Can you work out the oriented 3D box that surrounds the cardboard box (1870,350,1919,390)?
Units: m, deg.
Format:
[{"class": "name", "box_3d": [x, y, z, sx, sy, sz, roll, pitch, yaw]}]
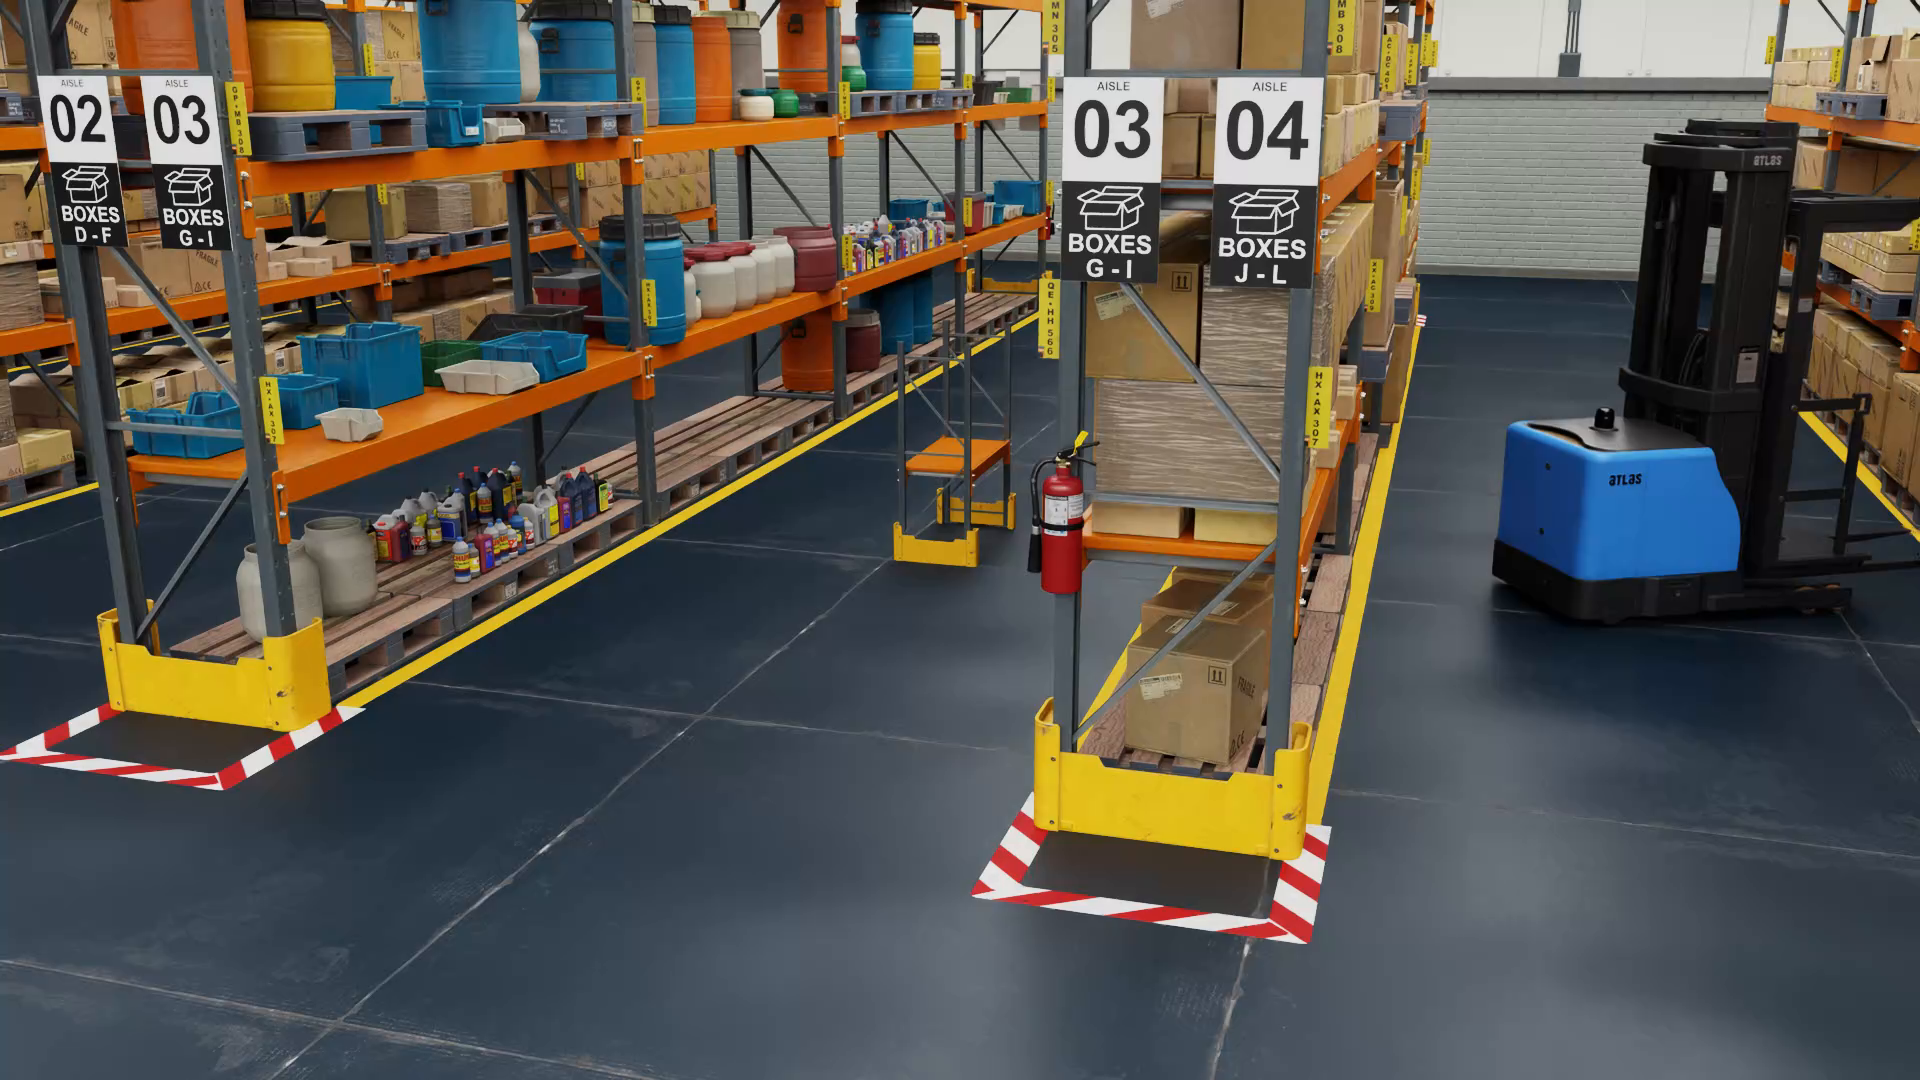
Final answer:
[{"class": "cardboard box", "box_3d": [7.843, -1.393, 13.680, 0.500, 0.250, 0.500, 4, 16, 15]}]

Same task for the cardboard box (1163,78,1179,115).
[{"class": "cardboard box", "box_3d": [0.679, -1.811, 6.765, 0.380, 0.149, 0.250, 5, 16, 16]}]

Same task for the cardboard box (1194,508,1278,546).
[{"class": "cardboard box", "box_3d": [1.209, -0.087, 7.099, 0.380, 0.149, 0.250, 5, 16, 16]}]

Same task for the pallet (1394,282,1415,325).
[{"class": "pallet", "box_3d": [3.073, -1.958, 13.585, 1.213, 0.211, 1.003, 5, 16, 16]}]

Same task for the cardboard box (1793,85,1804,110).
[{"class": "cardboard box", "box_3d": [9.356, -4.792, 18.006, 0.500, 0.250, 0.500, 5, 16, 16]}]

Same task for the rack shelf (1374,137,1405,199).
[{"class": "rack shelf", "box_3d": [2.605, -2.818, 12.090, 1.077, 0.370, 4.000, 5, 16, 16]}]

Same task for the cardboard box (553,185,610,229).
[{"class": "cardboard box", "box_3d": [-4.781, -4.221, 21.029, 0.500, 0.500, 0.500, 5, 17, 17]}]

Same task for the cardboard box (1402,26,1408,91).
[{"class": "cardboard box", "box_3d": [3.277, -3.832, 13.246, 0.500, 0.500, 0.500, 5, 17, 17]}]

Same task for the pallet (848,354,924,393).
[{"class": "pallet", "box_3d": [-1.043, -1.815, 17.841, 1.003, 0.211, 1.213, 5, 16, 16]}]

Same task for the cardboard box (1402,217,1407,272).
[{"class": "cardboard box", "box_3d": [4.150, -2.929, 16.477, 0.500, 0.500, 0.500, 4, 16, 15]}]

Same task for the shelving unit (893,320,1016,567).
[{"class": "shelving unit", "box_3d": [-0.022, -0.702, 11.554, 0.587, 1.500, 1.083, 5, 16, 16]}]

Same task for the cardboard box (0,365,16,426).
[{"class": "cardboard box", "box_3d": [-7.892, -1.110, 13.141, 0.500, 0.500, 0.500, 5, 16, 16]}]

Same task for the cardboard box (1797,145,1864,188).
[{"class": "cardboard box", "box_3d": [9.053, -3.832, 17.281, 0.500, 0.500, 0.500, 4, 16, 14]}]

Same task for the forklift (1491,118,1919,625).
[{"class": "forklift", "box_3d": [5.021, -1.092, 10.309, 3.031, 2.935, 1.130, -4, 16, -12]}]

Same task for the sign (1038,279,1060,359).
[{"class": "sign", "box_3d": [0.373, -0.909, 6.836, 0.100, 0.325, 0.005, 5, 16, 16]}]

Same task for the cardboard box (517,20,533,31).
[{"class": "cardboard box", "box_3d": [-5.085, -6.163, 20.547, 0.700, 0.500, 0.500, 5, 16, 16]}]

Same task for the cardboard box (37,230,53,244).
[{"class": "cardboard box", "box_3d": [-10.522, -3.482, 19.032, 0.380, 0.149, 0.250, 5, 17, 18]}]

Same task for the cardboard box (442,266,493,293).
[{"class": "cardboard box", "box_3d": [-5.842, -3.061, 19.524, 0.500, 0.250, 0.500, 5, 16, 16]}]

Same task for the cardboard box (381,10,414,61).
[{"class": "cardboard box", "box_3d": [-6.049, -5.233, 17.269, 0.500, 0.500, 0.500, 5, 16, 16]}]

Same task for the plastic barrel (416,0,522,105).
[{"class": "plastic barrel", "box_3d": [-3.098, -3.216, 10.487, 0.600, 0.901, 0.708, 5, 16, 16]}]

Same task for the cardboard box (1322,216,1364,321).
[{"class": "cardboard box", "box_3d": [1.888, -1.470, 8.953, 0.500, 0.500, 0.500, 5, 16, 16]}]

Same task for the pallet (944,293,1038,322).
[{"class": "pallet", "box_3d": [0.426, -3.167, 22.609, 1.003, 0.211, 1.213, 5, 16, 16]}]

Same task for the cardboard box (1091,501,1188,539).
[{"class": "cardboard box", "box_3d": [0.783, -0.121, 7.220, 0.380, 0.149, 0.250, 5, 16, 16]}]

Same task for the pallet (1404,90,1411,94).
[{"class": "pallet", "box_3d": [4.097, -4.398, 16.693, 0.805, 0.209, 1.217, 4, 16, 14]}]

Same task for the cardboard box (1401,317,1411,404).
[{"class": "cardboard box", "box_3d": [3.650, -1.836, 15.929, 1.225, 0.875, 0.875, 5, 16, 16]}]

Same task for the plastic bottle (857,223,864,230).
[{"class": "plastic bottle", "box_3d": [-1.099, -3.398, 18.547, 0.097, 0.271, 0.097, 0, 16, 0]}]

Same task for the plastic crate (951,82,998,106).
[{"class": "plastic crate", "box_3d": [0.177, -5.359, 19.969, 0.497, 0.269, 0.590, 5, 16, 16]}]

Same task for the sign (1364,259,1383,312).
[{"class": "sign", "box_3d": [2.559, -1.574, 10.297, 0.100, 0.325, 0.005, 5, 16, 16]}]

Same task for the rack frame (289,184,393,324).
[{"class": "rack frame", "box_3d": [-6.324, -3.014, 16.958, 1.000, 3.000, 0.127, 5, 16, 16]}]

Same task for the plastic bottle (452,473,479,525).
[{"class": "plastic bottle", "box_3d": [-3.393, -0.291, 11.407, 0.144, 0.351, 0.185, 4, 16, 14]}]

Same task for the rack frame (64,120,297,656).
[{"class": "rack frame", "box_3d": [-3.849, -0.536, 8.221, 1.000, 3.000, 0.127, 5, 16, 16]}]

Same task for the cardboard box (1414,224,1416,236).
[{"class": "cardboard box", "box_3d": [5.226, -3.698, 19.831, 0.380, 0.149, 0.250, 5, 17, 17]}]

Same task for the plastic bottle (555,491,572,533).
[{"class": "plastic bottle", "box_3d": [-2.680, -0.200, 11.209, 0.061, 0.283, 0.133, 6, 17, 20]}]

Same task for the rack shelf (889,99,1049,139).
[{"class": "rack shelf", "box_3d": [0.129, -5.295, 20.823, 1.077, 0.370, 4.000, 5, 16, 16]}]

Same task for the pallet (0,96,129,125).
[{"class": "pallet", "box_3d": [-7.222, -3.550, 13.702, 0.805, 0.209, 1.217, 4, 16, 14]}]

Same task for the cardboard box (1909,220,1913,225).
[{"class": "cardboard box", "box_3d": [8.811, -2.857, 15.004, 0.380, 0.149, 0.250, 4, 16, 14]}]

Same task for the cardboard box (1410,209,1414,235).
[{"class": "cardboard box", "box_3d": [4.841, -3.594, 18.734, 0.500, 0.250, 0.500, 5, 16, 16]}]

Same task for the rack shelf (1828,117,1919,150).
[{"class": "rack shelf", "box_3d": [8.468, -3.454, 14.330, 1.077, 0.370, 4.000, 5, 16, 16]}]

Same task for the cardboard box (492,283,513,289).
[{"class": "cardboard box", "box_3d": [-5.699, -2.821, 20.054, 0.500, 0.500, 0.500, 5, 17, 17]}]

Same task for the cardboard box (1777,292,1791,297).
[{"class": "cardboard box", "box_3d": [9.736, -2.851, 19.748, 0.380, 0.149, 0.250, 5, 17, 17]}]

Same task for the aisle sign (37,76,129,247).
[{"class": "aisle sign", "box_3d": [-4.154, -1.791, 7.881, 0.394, 0.787, 0.004, 5, 16, 16]}]

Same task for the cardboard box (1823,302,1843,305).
[{"class": "cardboard box", "box_3d": [10.030, -2.609, 18.894, 0.380, 0.149, 0.250, 5, 17, 18]}]

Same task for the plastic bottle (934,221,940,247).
[{"class": "plastic bottle", "box_3d": [-0.263, -3.427, 18.628, 0.061, 0.283, 0.133, 5, 16, 16]}]

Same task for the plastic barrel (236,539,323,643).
[{"class": "plastic barrel", "box_3d": [-3.735, 0.281, 9.131, 0.421, 0.512, 0.421, 0, 16, 0]}]

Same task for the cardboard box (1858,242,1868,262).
[{"class": "cardboard box", "box_3d": [7.822, -2.427, 14.034, 0.380, 0.149, 0.250, 5, 16, 16]}]

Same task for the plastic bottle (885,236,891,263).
[{"class": "plastic bottle", "box_3d": [-0.755, -2.985, 17.093, 0.097, 0.271, 0.097, 0, 16, 0]}]

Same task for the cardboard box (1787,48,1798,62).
[{"class": "cardboard box", "box_3d": [9.556, -5.468, 18.743, 0.380, 0.149, 0.250, 5, 17, 17]}]

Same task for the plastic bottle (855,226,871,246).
[{"class": "plastic bottle", "box_3d": [-1.053, -3.270, 18.088, 0.152, 0.276, 0.135, 5, 16, 16]}]

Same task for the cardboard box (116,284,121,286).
[{"class": "cardboard box", "box_3d": [-7.387, -2.147, 14.148, 0.396, 0.266, 0.258, 4, 16, 15]}]

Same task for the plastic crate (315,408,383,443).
[{"class": "plastic crate", "box_3d": [-3.286, -0.618, 8.994, 0.298, 0.136, 0.250, 5, 16, 16]}]

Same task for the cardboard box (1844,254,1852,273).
[{"class": "cardboard box", "box_3d": [7.969, -2.415, 14.536, 0.380, 0.149, 0.250, 5, 17, 18]}]

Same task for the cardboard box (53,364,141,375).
[{"class": "cardboard box", "box_3d": [-7.478, -1.381, 14.443, 0.500, 0.311, 0.500, 5, 17, 17]}]

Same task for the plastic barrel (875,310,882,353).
[{"class": "plastic barrel", "box_3d": [-1.057, -2.213, 17.925, 0.421, 0.512, 0.421, 0, 16, 0]}]

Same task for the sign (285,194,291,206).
[{"class": "sign", "box_3d": [-6.847, -3.572, 16.950, 0.100, 0.325, 0.005, 5, 16, 16]}]

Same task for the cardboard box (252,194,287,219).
[{"class": "cardboard box", "box_3d": [-9.768, -4.728, 22.453, 0.980, 0.700, 0.700, 5, 17, 17]}]

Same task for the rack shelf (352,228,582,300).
[{"class": "rack shelf", "box_3d": [-5.755, -3.191, 18.900, 1.077, 0.370, 4.000, 5, 16, 16]}]

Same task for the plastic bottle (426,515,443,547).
[{"class": "plastic bottle", "box_3d": [-3.439, -0.061, 10.871, 0.097, 0.201, 0.097, 0, 16, 0]}]

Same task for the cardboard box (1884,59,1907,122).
[{"class": "cardboard box", "box_3d": [8.094, -3.756, 13.895, 0.500, 0.500, 0.500, 5, 16, 16]}]

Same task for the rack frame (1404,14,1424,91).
[{"class": "rack frame", "box_3d": [4.310, -6.177, 17.117, 1.000, 3.000, 0.127, 5, 16, 16]}]
